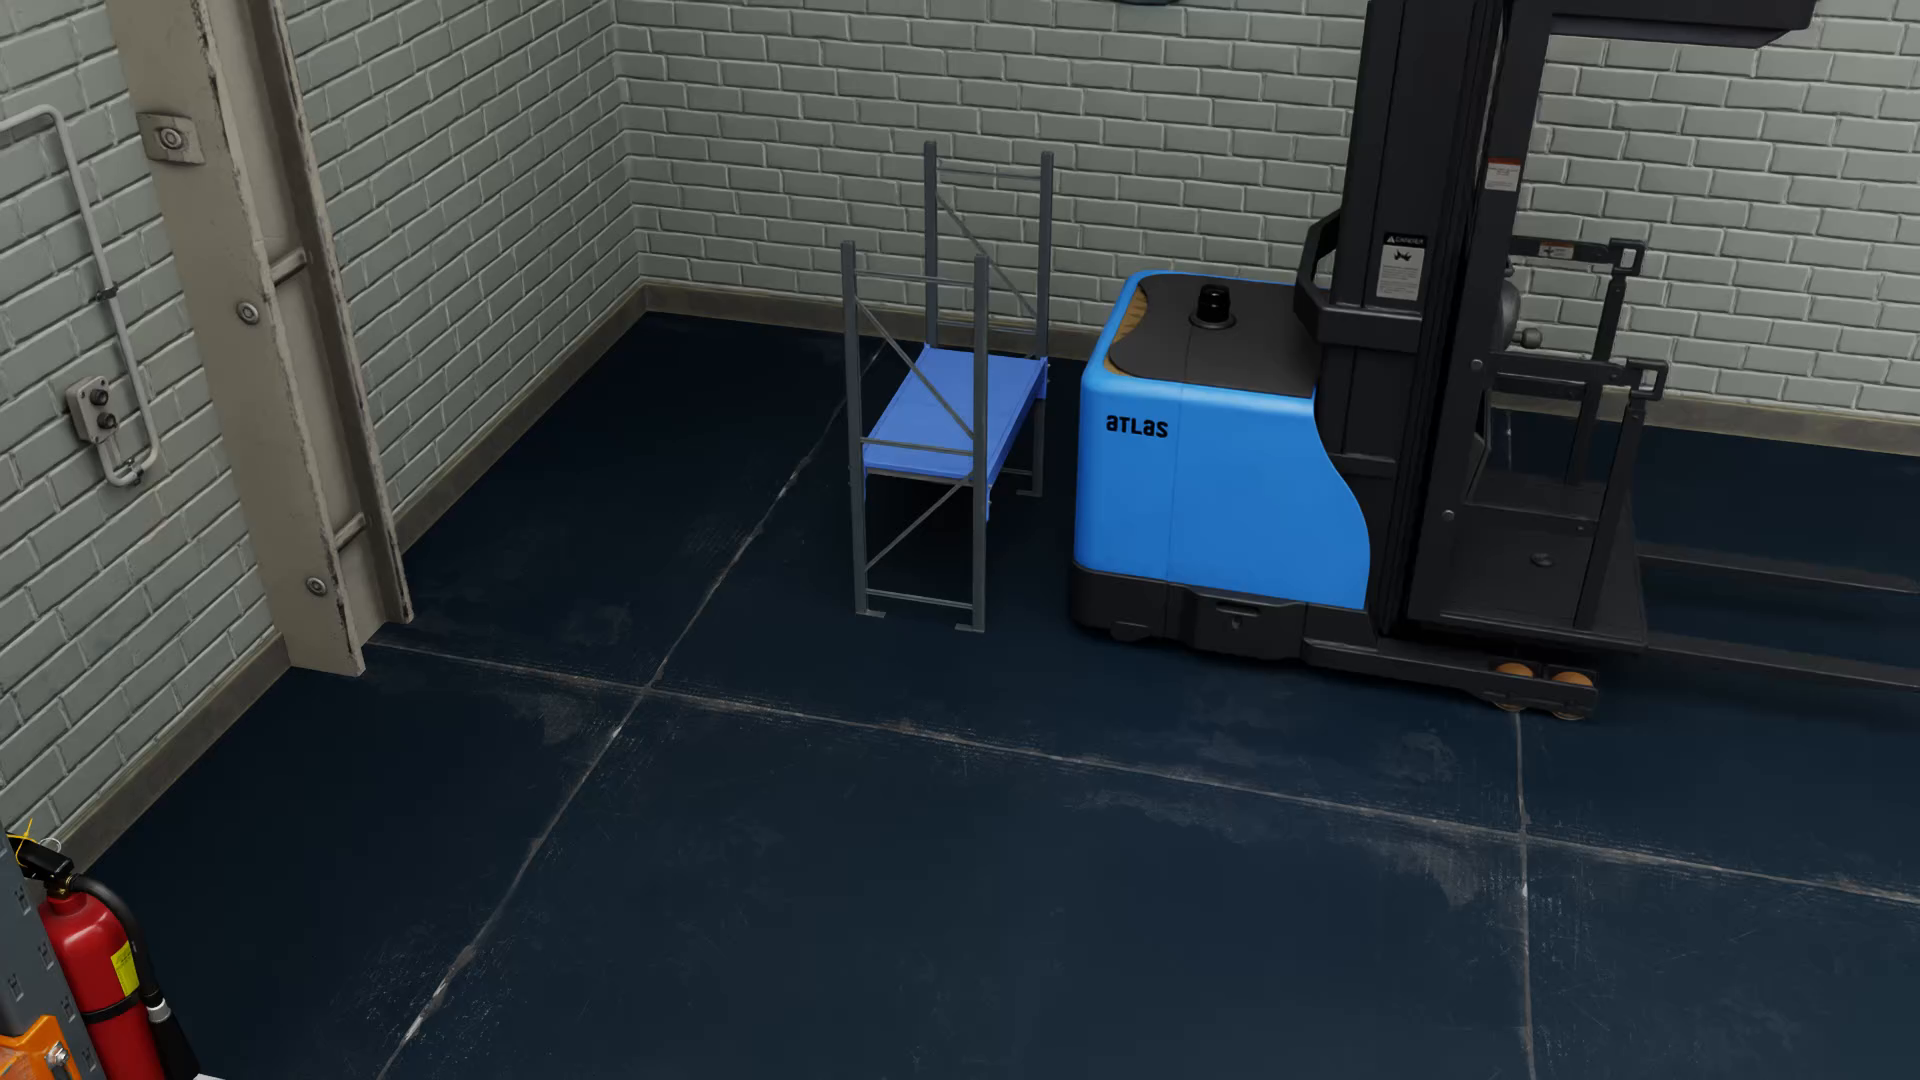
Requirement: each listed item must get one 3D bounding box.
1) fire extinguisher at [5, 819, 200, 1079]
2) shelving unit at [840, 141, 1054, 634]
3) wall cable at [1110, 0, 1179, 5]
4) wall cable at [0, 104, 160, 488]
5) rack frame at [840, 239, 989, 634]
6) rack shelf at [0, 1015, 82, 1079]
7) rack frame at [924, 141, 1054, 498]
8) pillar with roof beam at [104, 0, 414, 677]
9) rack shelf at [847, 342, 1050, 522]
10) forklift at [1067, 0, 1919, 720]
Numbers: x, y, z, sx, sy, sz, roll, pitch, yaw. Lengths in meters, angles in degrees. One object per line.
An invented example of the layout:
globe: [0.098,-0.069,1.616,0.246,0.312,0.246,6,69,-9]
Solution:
fire extinguisher: [-1.626,0.796,3.121,0.296,0.674,0.183,8,33,12]
shelving unit: [-0.022,-0.589,6.278,0.538,1.500,1.048,8,33,12]
wall cable: [-0.330,-3.486,6.740,3.097,2.526,0.112,8,33,12]
wall cable: [-2.701,-0.600,3.951,0.084,1.984,1.851,8,33,12]
rack frame: [-0.151,-0.325,5.863,0.500,1.500,0.032,8,33,12]
rack shelf: [-2.618,1.963,1.536,1.077,0.370,4.000,8,33,12]
rack frame: [0.107,-0.852,6.693,0.500,1.500,0.032,8,33,12]
pillar with roof beam: [1.902,-2.843,2.834,9.100,9.000,0.400,8,33,12]
rack shelf: [-0.022,-0.437,6.375,0.538,0.185,1.000,8,33,12]
forklift: [1.975,-0.930,5.480,3.031,2.935,1.130,8,33,13]
